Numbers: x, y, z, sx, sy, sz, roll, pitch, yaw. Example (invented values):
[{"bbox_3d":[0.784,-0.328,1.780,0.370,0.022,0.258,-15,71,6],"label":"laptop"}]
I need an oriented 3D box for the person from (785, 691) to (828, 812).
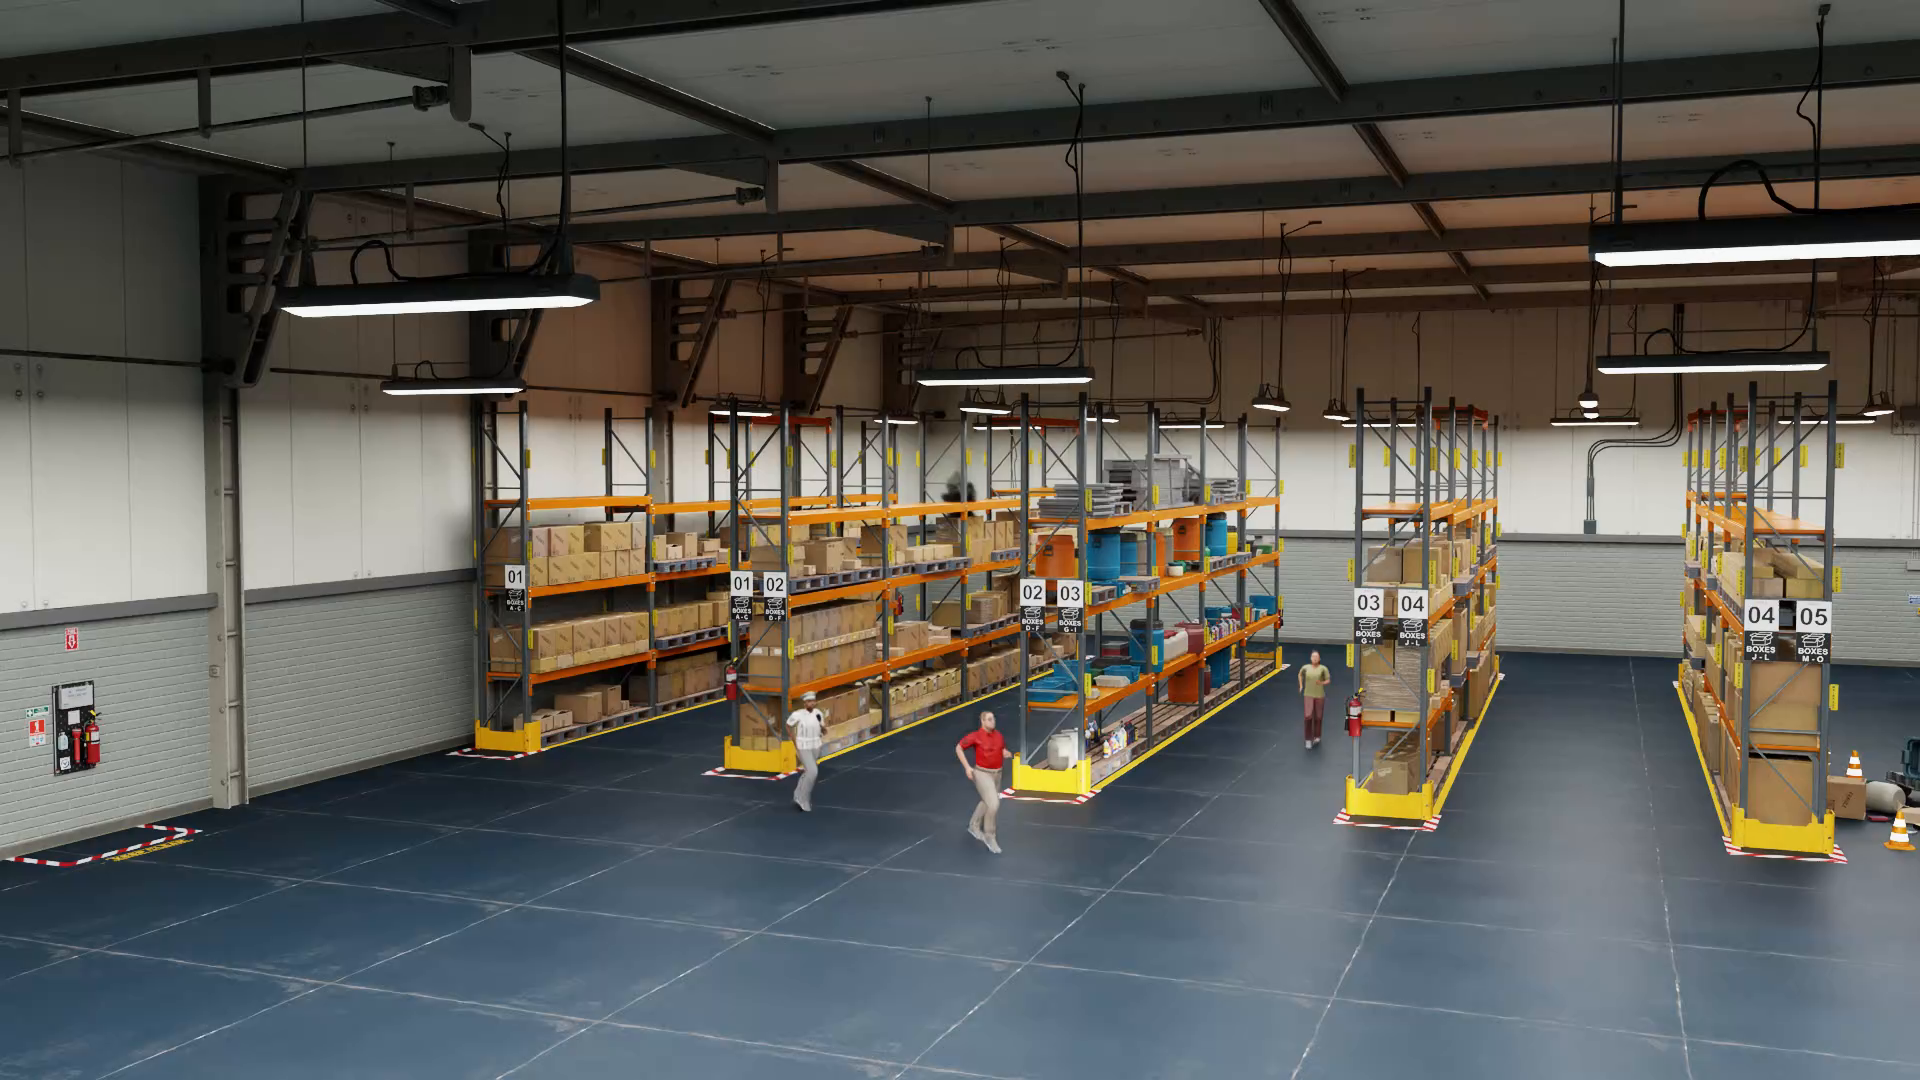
[{"bbox_3d":[-2.148,3.017,23.796,0.546,1.745,0.704,-2,4,-41],"label":"person"}]

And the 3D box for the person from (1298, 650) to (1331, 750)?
[{"bbox_3d":[6.152,2.762,28.873,0.543,1.720,0.723,1,3,11],"label":"person"}]

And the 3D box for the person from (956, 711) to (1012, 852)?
[{"bbox_3d":[0.348,3.105,21.444,0.794,1.805,0.638,2,4,41],"label":"person"}]
